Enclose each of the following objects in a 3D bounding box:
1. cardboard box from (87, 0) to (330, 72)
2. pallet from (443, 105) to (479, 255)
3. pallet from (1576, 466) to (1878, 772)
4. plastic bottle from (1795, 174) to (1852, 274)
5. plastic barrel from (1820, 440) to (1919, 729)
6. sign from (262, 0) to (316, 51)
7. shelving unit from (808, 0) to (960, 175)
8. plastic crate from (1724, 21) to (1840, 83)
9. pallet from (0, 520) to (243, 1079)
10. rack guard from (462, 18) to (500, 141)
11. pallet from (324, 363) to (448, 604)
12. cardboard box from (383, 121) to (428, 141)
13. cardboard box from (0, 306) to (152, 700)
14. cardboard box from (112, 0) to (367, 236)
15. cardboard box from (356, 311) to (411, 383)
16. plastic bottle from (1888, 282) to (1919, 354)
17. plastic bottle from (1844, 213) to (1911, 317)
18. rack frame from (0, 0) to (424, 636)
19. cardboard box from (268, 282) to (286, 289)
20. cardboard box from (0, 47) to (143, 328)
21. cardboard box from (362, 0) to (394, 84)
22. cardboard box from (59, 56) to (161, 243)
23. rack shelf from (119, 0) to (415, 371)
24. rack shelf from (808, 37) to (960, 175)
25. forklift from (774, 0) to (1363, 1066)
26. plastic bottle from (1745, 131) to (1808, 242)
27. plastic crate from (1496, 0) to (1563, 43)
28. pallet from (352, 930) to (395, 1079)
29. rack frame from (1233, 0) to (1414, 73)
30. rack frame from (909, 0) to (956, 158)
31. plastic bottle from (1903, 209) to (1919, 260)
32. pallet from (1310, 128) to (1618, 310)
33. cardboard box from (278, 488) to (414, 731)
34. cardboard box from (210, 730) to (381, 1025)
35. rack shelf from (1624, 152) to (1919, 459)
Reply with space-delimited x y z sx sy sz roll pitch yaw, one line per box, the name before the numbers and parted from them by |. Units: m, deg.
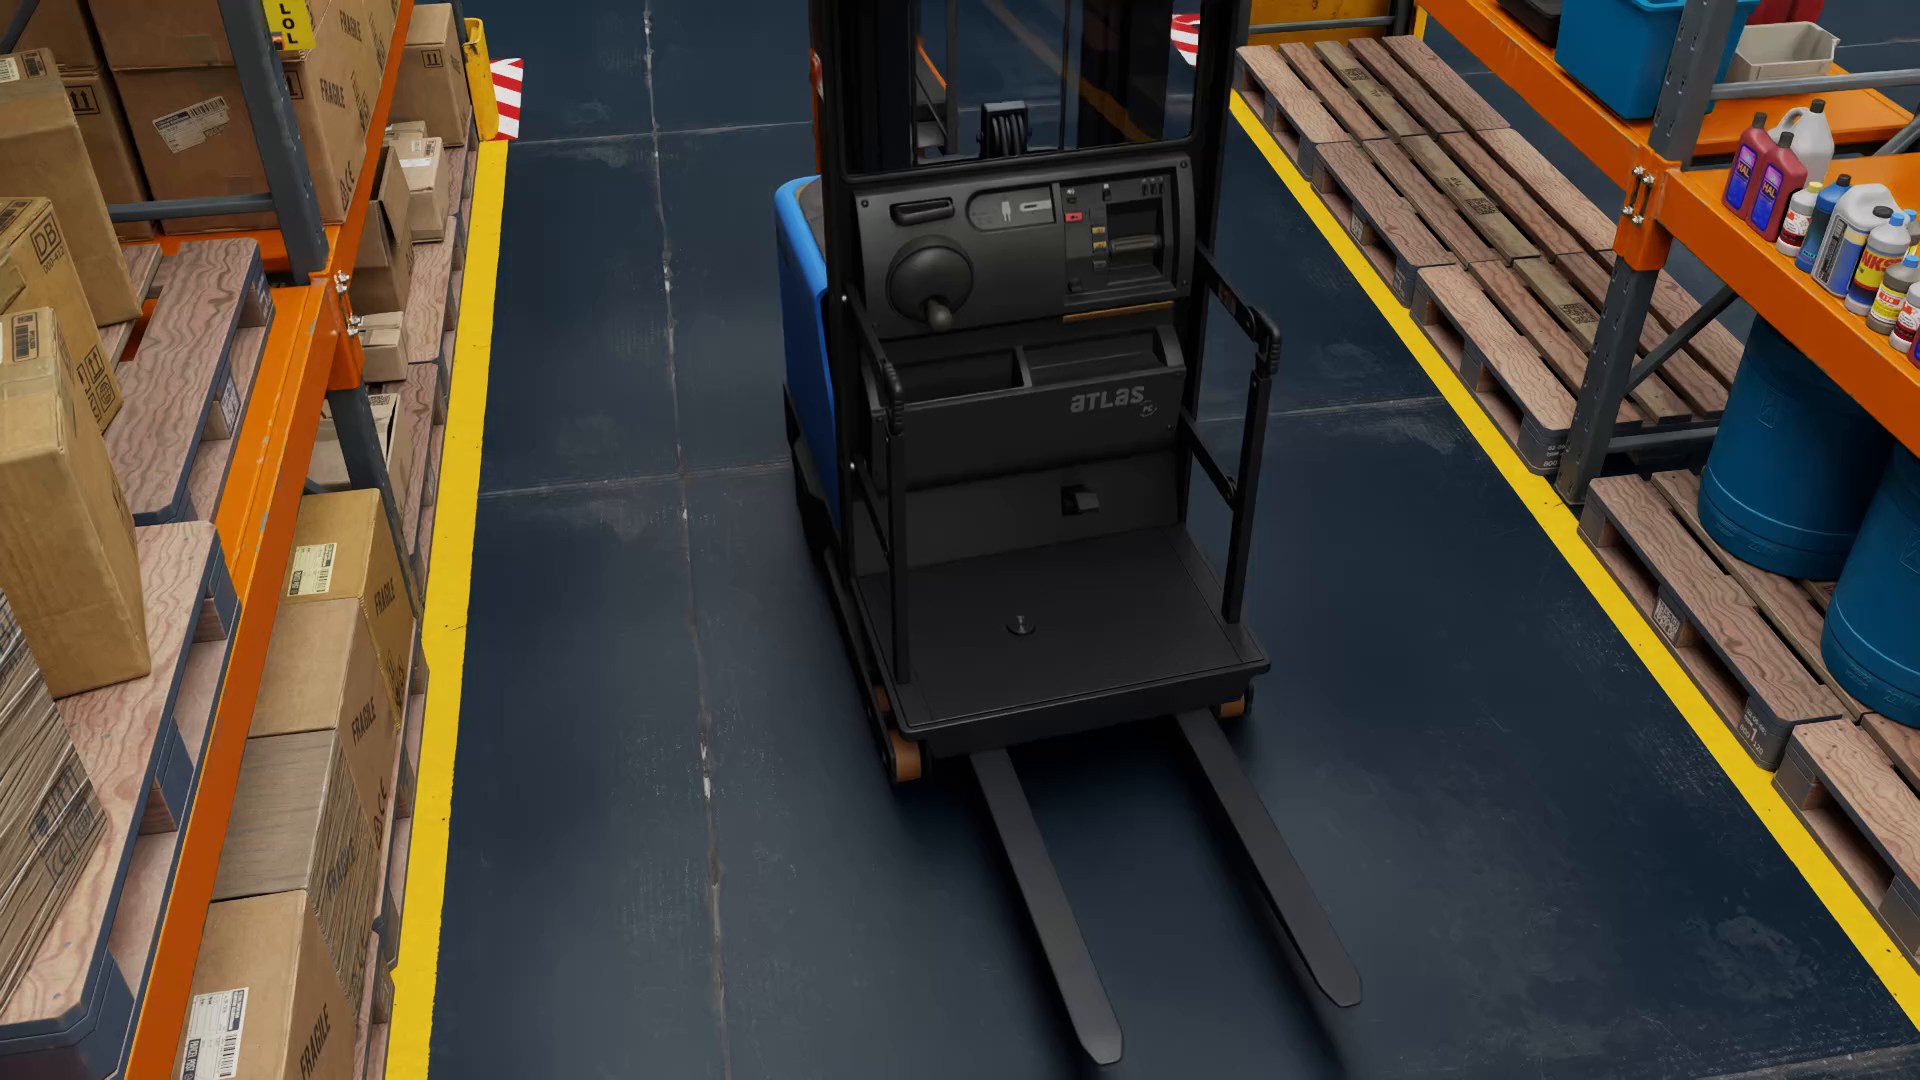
cardboard box | -2.043 -1.608 4.478 0.500 0.500 0.500 -5 38 -7
pallet | -2.784 -1.646 7.697 1.003 0.211 1.213 -6 38 -8
pallet | 2.734 0.182 5.343 1.003 0.211 1.213 -6 38 -8
plastic bottle | 2.363 -0.864 4.522 0.097 0.271 0.097 0 38 0
plastic barrel | 2.843 0.032 4.632 0.600 0.901 0.708 -6 38 -8
sign | -1.691 -1.378 4.135 0.100 0.325 0.005 -6 38 -8
shelving unit | -0.271 -1.435 5.885 0.431 2.100 0.503 -9 39 -12
plastic crate | 2.699 -1.605 5.537 0.396 0.136 0.243 -6 38 -8
pallet | -1.881 0.459 2.871 1.003 0.211 1.213 -6 38 -8
rack guard | -2.925 -2.242 8.228 1.175 0.500 0.348 -6 38 -8
pallet | -2.357 -0.172 5.800 1.003 0.211 1.213 -6 38 -8
cardboard box | -2.618 -1.773 7.539 0.380 0.166 0.250 -6 38 -8
cardboard box | -1.867 -0.004 2.886 0.700 0.500 0.500 -16 41 -19
cardboard box | -2.058 -1.235 4.814 0.500 0.500 0.500 -5 38 -7
cardboard box | -2.259 -0.712 6.172 0.380 0.166 0.250 -6 38 -8
plastic bottle | 2.438 -0.579 4.212 0.097 0.201 0.097 0 38 0
plastic bottle | 2.404 -0.724 4.342 0.097 0.271 0.097 0 38 0
rack frame | -2.237 -0.859 4.411 1.000 3.000 0.127 -6 38 -8
cardboard box | -2.748 -0.737 6.087 0.500 0.311 0.500 -6 38 -8
cardboard box | -2.374 -0.754 3.852 0.700 0.500 0.500 -19 42 -23
cardboard box | -2.237 -1.847 5.601 0.500 0.500 0.500 -6 38 -8
cardboard box | -2.577 -1.173 4.733 0.500 0.500 0.500 -6 38 -7
rack shelf | -2.588 -1.783 6.186 1.077 0.370 4.000 -6 38 -8
rack shelf | -0.271 -1.424 5.894 0.431 0.518 0.480 -9 39 -12
forklift | 0.243 -0.721 4.289 1.130 2.935 3.031 -9 39 -12
plastic bottle | 2.308 -0.995 4.681 0.061 0.283 0.133 -6 38 -8
plastic crate | 2.179 -1.952 5.992 0.437 0.125 0.590 -6 38 -8
pallet | -1.840 1.468 3.688 1.003 0.211 1.213 -6 38 -8
rack frame | 1.939 -3.805 8.203 1.000 3.000 0.127 -6 38 -8
rack frame | -0.207 -1.290 5.699 0.400 2.100 0.015 -9 39 -12
plastic bottle | 2.530 -0.794 4.489 0.097 0.201 0.097 0 38 0
pallet | 2.256 -1.467 7.466 1.003 0.211 1.213 -6 38 -8
cardboard box | -1.868 0.222 4.698 0.500 0.500 0.500 -6 38 -8
cardboard box | -1.703 0.824 3.923 0.500 0.500 0.500 -6 38 -7
rack shelf | 2.991 0.103 3.759 1.077 0.370 4.000 -6 38 -8
